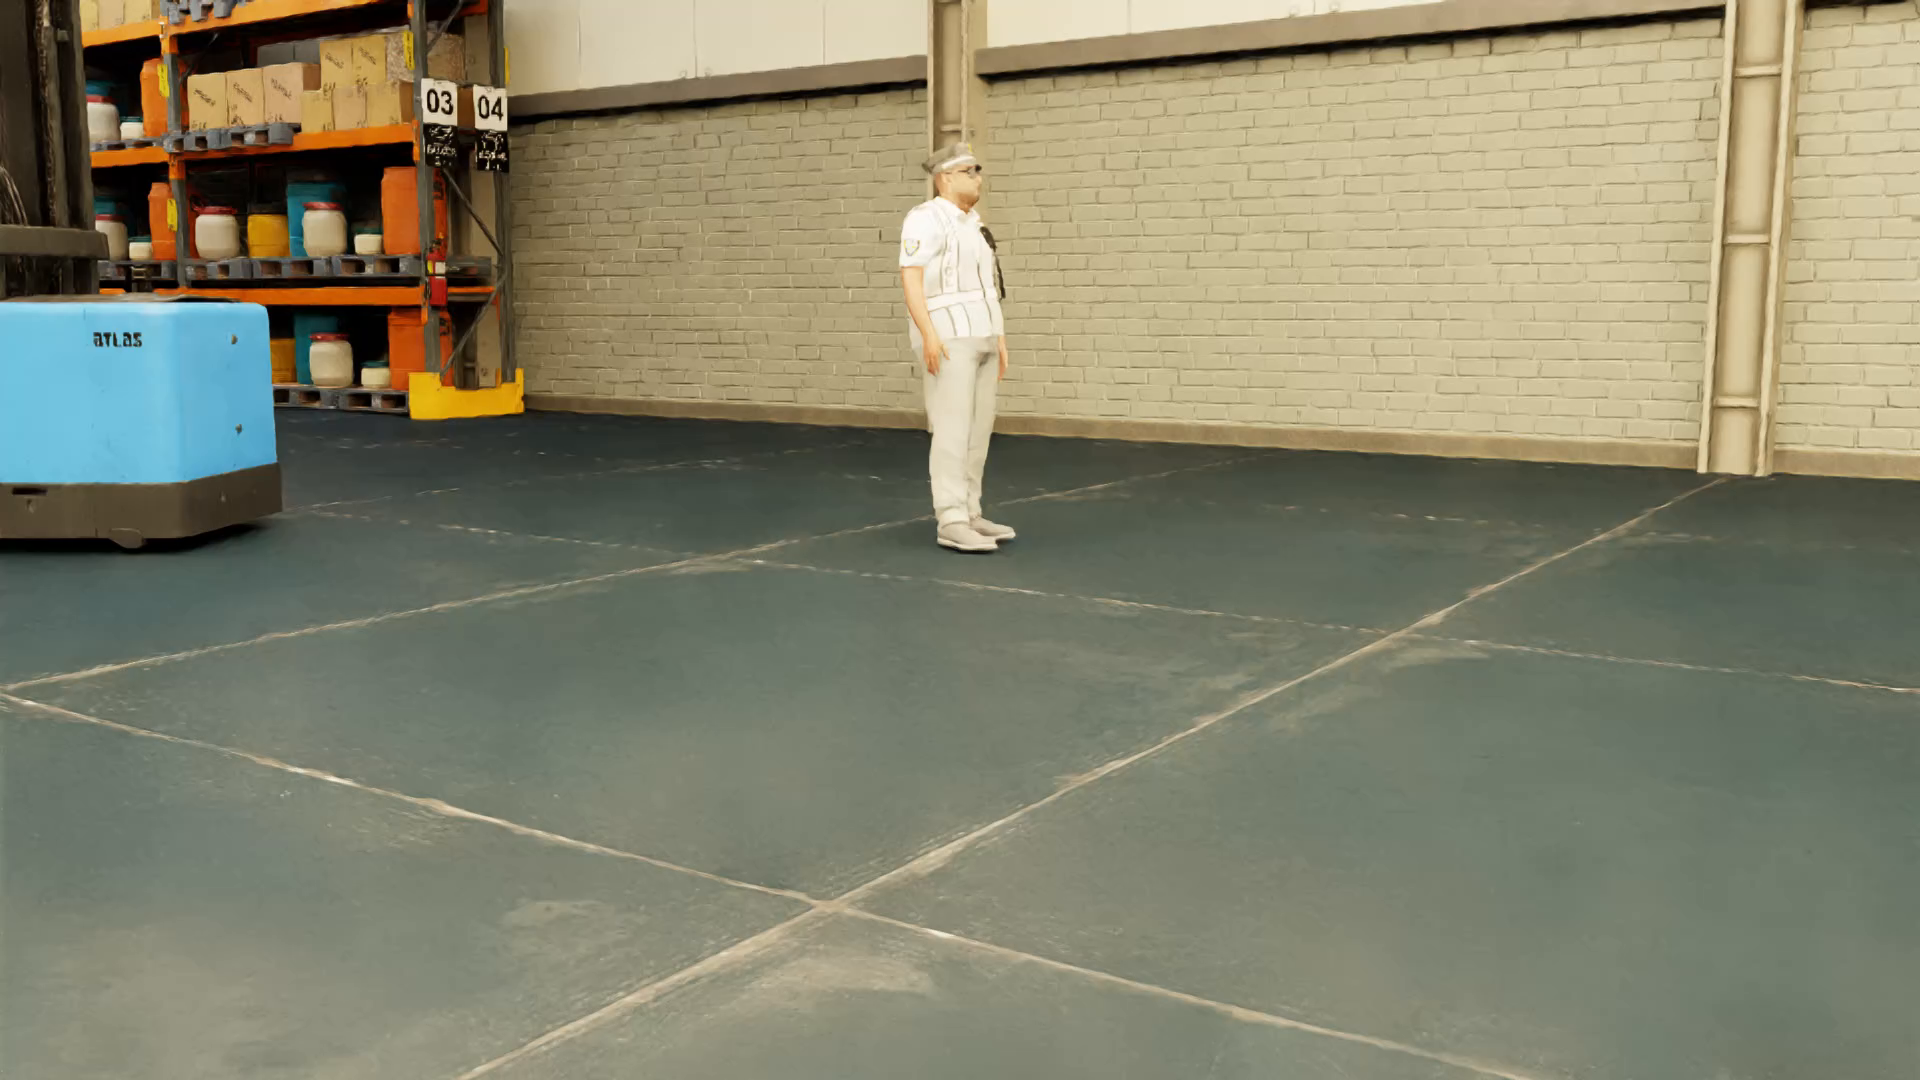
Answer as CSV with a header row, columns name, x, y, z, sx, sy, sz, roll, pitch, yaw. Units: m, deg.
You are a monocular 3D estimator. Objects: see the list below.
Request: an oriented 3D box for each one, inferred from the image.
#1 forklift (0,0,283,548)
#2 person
name,x,y,z,sx,sy,sz,roll,pitch,yaw
forklift,-4.823,-1.468,7.514,3.031,2.935,1.130,0,8,2
person,0.058,-0.882,7.424,0.574,1.781,0.640,5,10,34
